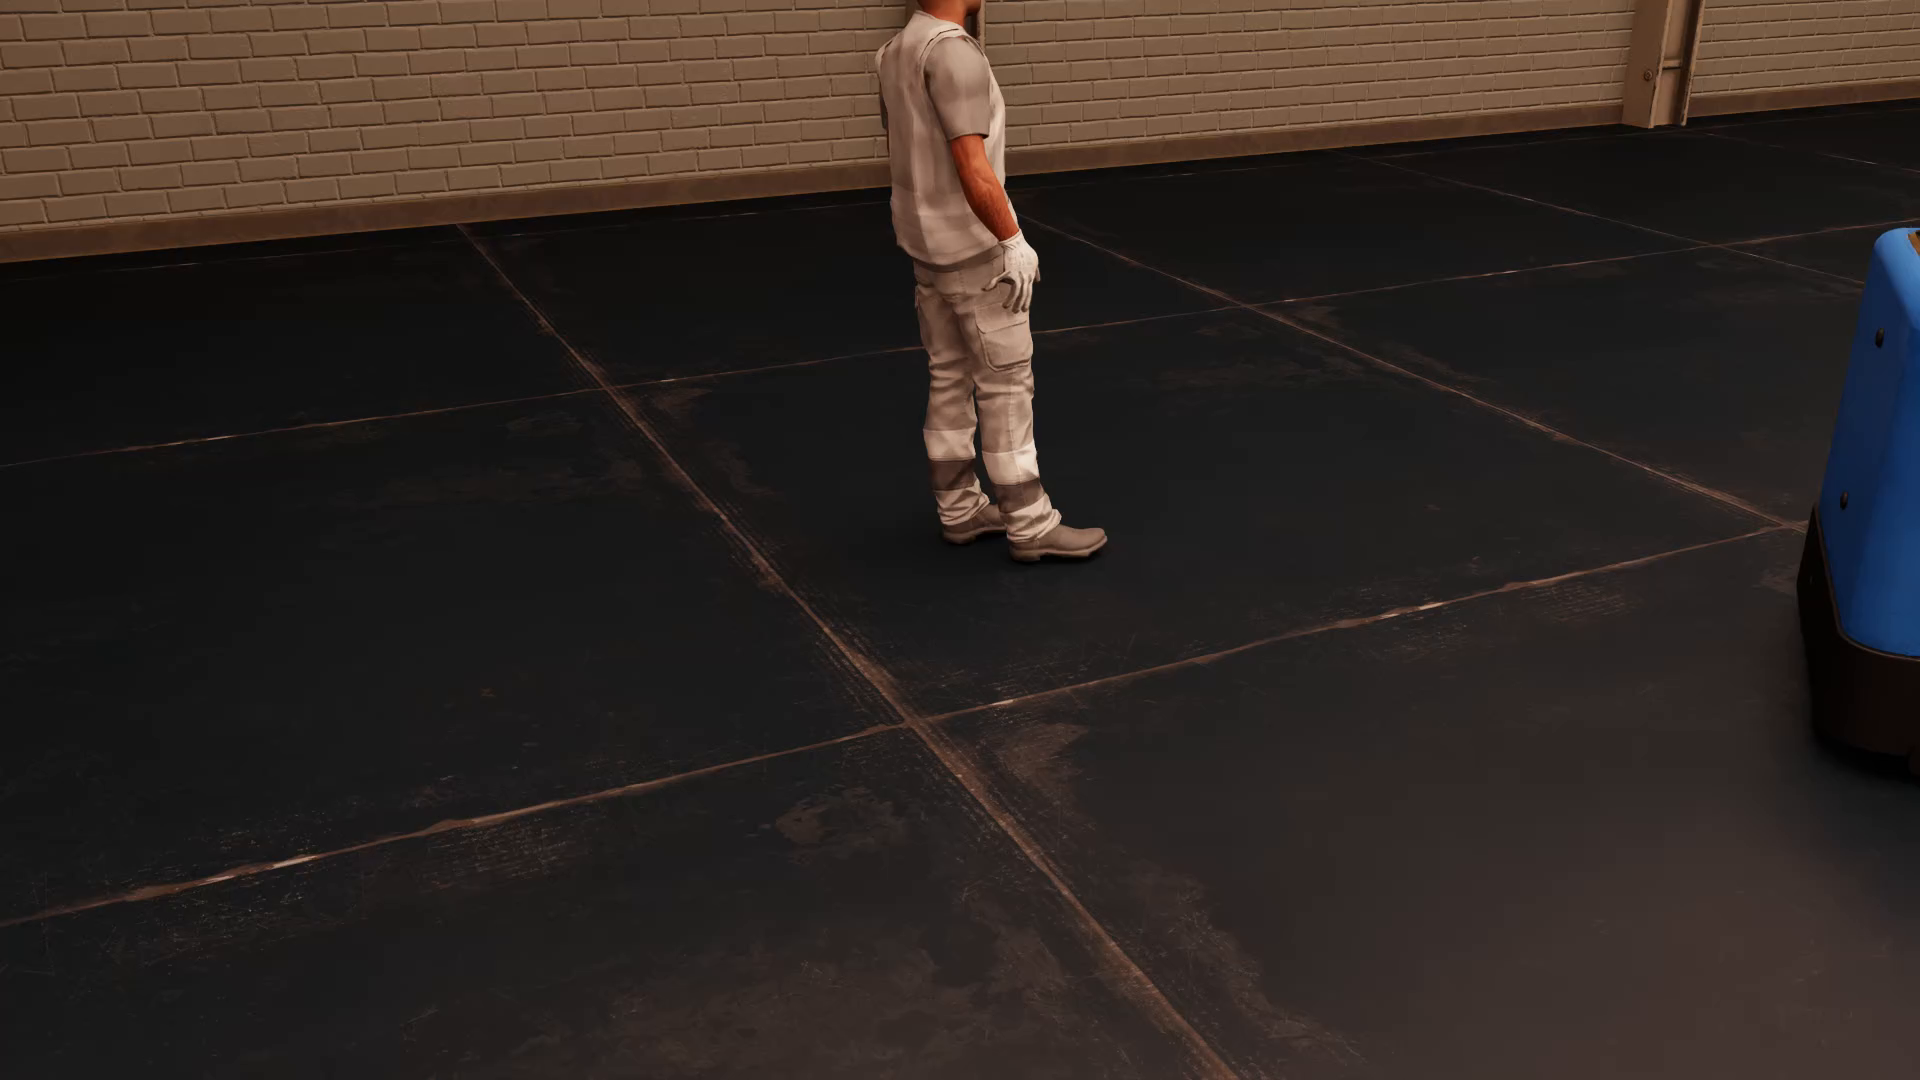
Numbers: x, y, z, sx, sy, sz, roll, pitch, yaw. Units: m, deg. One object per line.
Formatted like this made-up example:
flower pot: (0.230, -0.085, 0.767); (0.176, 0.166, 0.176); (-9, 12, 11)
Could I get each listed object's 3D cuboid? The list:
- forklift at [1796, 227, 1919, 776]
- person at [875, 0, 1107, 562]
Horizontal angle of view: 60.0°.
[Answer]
forklift: (3.566, -0.792, 3.193); (3.031, 2.935, 1.130); (9, 24, 20)
person: (0.078, -0.842, 4.784); (0.562, 1.789, 0.638); (-10, 25, -23)
